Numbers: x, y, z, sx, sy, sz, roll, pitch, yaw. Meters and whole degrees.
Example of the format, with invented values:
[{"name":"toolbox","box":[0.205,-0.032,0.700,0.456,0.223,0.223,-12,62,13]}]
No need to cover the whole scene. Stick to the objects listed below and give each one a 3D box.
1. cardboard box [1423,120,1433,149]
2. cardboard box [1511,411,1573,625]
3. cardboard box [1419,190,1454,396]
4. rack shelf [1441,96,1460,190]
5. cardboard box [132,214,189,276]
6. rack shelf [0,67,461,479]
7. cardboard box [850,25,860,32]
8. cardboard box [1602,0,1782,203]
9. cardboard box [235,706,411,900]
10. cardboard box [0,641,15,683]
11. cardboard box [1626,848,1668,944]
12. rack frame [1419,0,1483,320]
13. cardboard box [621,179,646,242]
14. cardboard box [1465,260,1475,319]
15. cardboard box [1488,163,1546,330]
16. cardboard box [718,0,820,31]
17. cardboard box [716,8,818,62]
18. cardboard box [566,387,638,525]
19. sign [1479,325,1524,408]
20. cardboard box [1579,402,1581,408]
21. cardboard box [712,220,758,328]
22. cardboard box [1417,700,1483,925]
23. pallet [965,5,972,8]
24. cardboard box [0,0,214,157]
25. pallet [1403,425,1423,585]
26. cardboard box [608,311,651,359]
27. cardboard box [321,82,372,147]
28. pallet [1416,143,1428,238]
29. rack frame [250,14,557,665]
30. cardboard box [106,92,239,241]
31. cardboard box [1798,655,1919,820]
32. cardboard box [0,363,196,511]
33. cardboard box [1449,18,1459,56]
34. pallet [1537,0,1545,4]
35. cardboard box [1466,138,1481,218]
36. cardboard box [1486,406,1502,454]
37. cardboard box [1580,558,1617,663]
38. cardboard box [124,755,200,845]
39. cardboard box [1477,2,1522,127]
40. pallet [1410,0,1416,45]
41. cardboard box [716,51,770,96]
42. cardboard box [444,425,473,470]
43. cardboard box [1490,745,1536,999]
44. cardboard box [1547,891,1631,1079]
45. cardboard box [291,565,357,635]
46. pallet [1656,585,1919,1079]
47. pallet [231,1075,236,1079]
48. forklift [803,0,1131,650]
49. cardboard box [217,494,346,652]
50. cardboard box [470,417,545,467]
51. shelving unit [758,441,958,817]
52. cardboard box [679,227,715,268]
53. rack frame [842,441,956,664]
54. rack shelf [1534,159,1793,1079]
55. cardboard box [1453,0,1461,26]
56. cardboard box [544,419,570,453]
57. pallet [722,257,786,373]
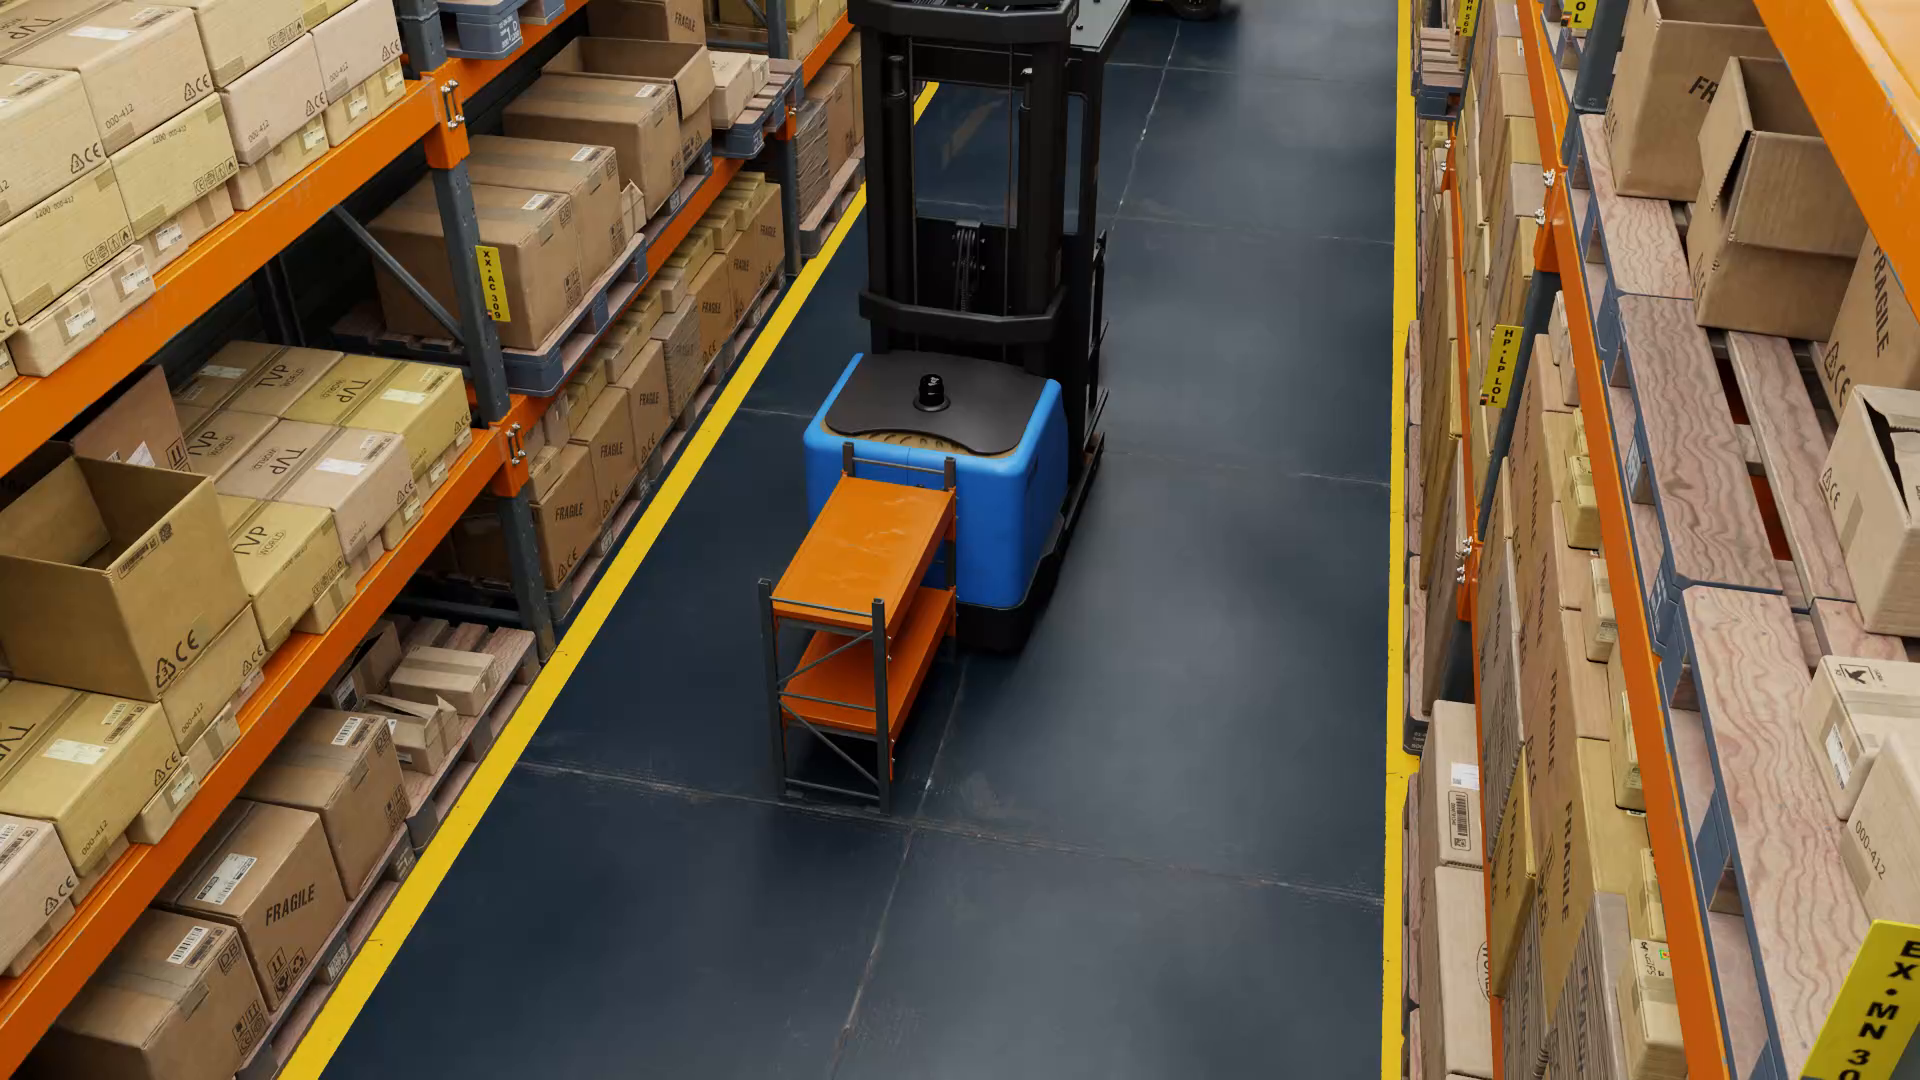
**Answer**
[{"name":"cardboard box","box":[3.901,-3.092,12.112,0.950,0.372,0.625,10,37,13]},{"name":"cardboard box","box":[2.000,-0.027,5.065,0.500,0.500,0.500,7,36,9]},{"name":"cardboard box","box":[3.078,-1.331,9.253,0.875,0.875,0.875,7,37,10]},{"name":"rack shelf","box":[3.734,-3.262,11.078,1.077,0.370,4.000,7,37,10]},{"name":"cardboard box","box":[-2.498,-0.875,4.830,0.380,0.149,0.250,8,37,10]},{"name":"rack shelf","box":[-2.825,-0.510,4.725,1.077,0.370,4.000,7,37,10]},{"name":"cardboard box","box":[-0.963,-3.784,12.851,0.875,0.625,0.625,7,37,9]},{"name":"cardboard box","box":[2.121,-1.268,4.630,0.500,0.500,0.500,8,37,11]},{"name":"cardboard box","box":[-2.587,0.983,6.380,0.700,0.500,0.500,6,36,8]},{"name":"cardboard box","box":[-3.080,0.324,5.391,0.500,0.250,0.500,7,37,10]},{"name":"cardboard box","box":[1.576,0.795,3.378,0.380,0.149,0.250,8,37,11]},{"name":"rack frame","box":[3.307,-2.407,9.285,1.000,3.000,0.127,7,37,10]},{"name":"cardboard box","box":[-1.726,-1.598,7.925,0.396,0.266,0.258,9,37,12]},{"name":"cardboard box","box":[2.644,-1.217,7.771,0.500,0.250,0.500,7,37,10]},{"name":"cardboard box","box":[2.406,-1.144,6.605,0.500,0.500,0.500,8,37,11]},{"name":"cardboard box","box":[-1.186,-3.389,10.342,0.500,0.250,0.500,7,37,10]},{"name":"cardboard box","box":[-1.210,-3.190,10.493,0.500,0.250,0.500,7,37,10]},{"name":"cardboard box","box":[-1.970,-0.447,8.353,0.500,0.500,0.500,7,36,9]},{"name":"sign","box":[1.920,-0.613,5.890,0.100,0.325,0.005,7,37,10]},{"name":"cardboard box","box":[2.079,-0.372,4.988,0.380,0.149,0.250,7,36,9]},{"name":"cardboard box","box":[-1.541,-1.630,9.985,0.500,0.500,0.500,7,36,9]},{"name":"cardboard box","box":[2.213,1.100,6.271,0.875,0.438,0.875,7,36,9]},{"name":"pallet","box":[-0.478,-4.642,14.744,1.003,0.211,1.213,7,37,10]},{"name":"cardboard box","box":[-2.487,-1.309,4.663,0.500,0.250,0.500,8,37,11]},{"name":"pallet","box":[2.802,-0.138,8.530,1.003,0.211,1.213,7,37,10]},{"name":"cardboard box","box":[-1.844,-1.083,8.678,0.380,0.149,0.250,9,37,12]},{"name":"cardboard box","box":[-2.241,-1.463,5.641,0.380,0.149,0.250,7,37,10]},{"name":"pallet","box":[3.738,-2.423,11.683,1.003,0.211,1.213,7,37,10]},{"name":"rack frame","box":[-2.398,-0.734,6.976,1.000,3.000,0.127,7,37,10]},{"name":"cardboard box","box":[-2.478,-1.108,4.811,0.500,0.250,0.500,8,37,11]},{"name":"cardboard box","box":[1.617,0.337,2.715,0.380,0.149,0.250,5,36,6]},{"name":"cardboard box","box":[-2.976,-0.276,5.581,0.500,0.500,0.500,6,36,9]},{"name":"cardboard box","box":[3.143,-3.005,9.967,0.380,0.149,0.250,7,37,10]},{"name":"pallet","box":[2.985,-2.527,7.056,1.003,0.211,1.213,9,37,12]},{"name":"cardboard box","box":[2.727,-1.709,8.023,0.500,0.250,0.500,7,37,10]},{"name":"cardboard box","box":[2.309,-0.538,6.409,0.500,0.250,0.500,7,37,10]},{"name":"cardboard box","box":[1.788,0.198,4.201,0.380,0.149,0.250,7,37,10]},{"name":"cardboard box","box":[-2.590,0.775,5.109,0.380,0.149,0.250,6,36,9]},{"name":"cardboard box","box":[2.866,-2.314,8.220,0.500,0.500,0.500,7,37,10]},{"name":"pallet","box":[4.528,-4.662,14.772,1.003,0.211,1.213,7,37,10]},{"name":"cardboard box","box":[-1.309,-2.670,9.505,0.380,0.149,0.250,8,37,11]},{"name":"cardboard box","box":[-2.219,-0.417,6.754,0.380,0.149,0.250,8,37,11]},{"name":"cardboard box","box":[1.762,0.950,4.568,0.500,0.500,0.500,8,37,11]},{"name":"cardboard box","box":[1.551,1.125,3.475,0.500,0.500,0.500,7,37,10]},{"name":"cardboard box","box":[-2.395,0.184,5.925,0.380,0.149,0.250,7,36,9]},{"name":"pallet","box":[1.746,0.574,2.691,1.003,0.211,1.213,7,37,10]},{"name":"pallet","box":[-3.067,2.188,5.321,1.003,0.211,1.213,7,37,10]},{"name":"forklift","box":[0.164,-1.542,8.150,1.130,2.935,3.031,9,37,12]},{"name":"cardboard box","box":[-2.480,0.103,5.697,0.500,0.250,0.500,7,37,10]},{"name":"cardboard box","box":[-2.120,-0.454,7.557,0.380,0.149,0.250,7,36,9]},{"name":"shelving unit","box":[-0.397,0.362,7.062,0.538,1.125,1.048,9,37,12]},{"name":"cardboard box","box":[-1.630,-1.681,9.503,0.380,0.149,0.250,8,37,11]},{"name":"rack frame","box":[-0.263,0.074,7.459,0.500,1.125,0.032,9,37,12]},{"name":"rack shelf","box":[2.025,0.110,3.870,1.077,0.370,4.000,7,37,10]},{"name":"cardboard box","box":[3.232,-3.331,9.863,0.500,0.500,0.500,7,36,9]},{"name":"cardboard box","box":[-2.078,-0.495,7.866,0.380,0.149,0.250,6,36,9]},{"name":"pallet","box":[-1.740,-1.474,10.375,1.003,0.211,1.213,7,37,10]}]
